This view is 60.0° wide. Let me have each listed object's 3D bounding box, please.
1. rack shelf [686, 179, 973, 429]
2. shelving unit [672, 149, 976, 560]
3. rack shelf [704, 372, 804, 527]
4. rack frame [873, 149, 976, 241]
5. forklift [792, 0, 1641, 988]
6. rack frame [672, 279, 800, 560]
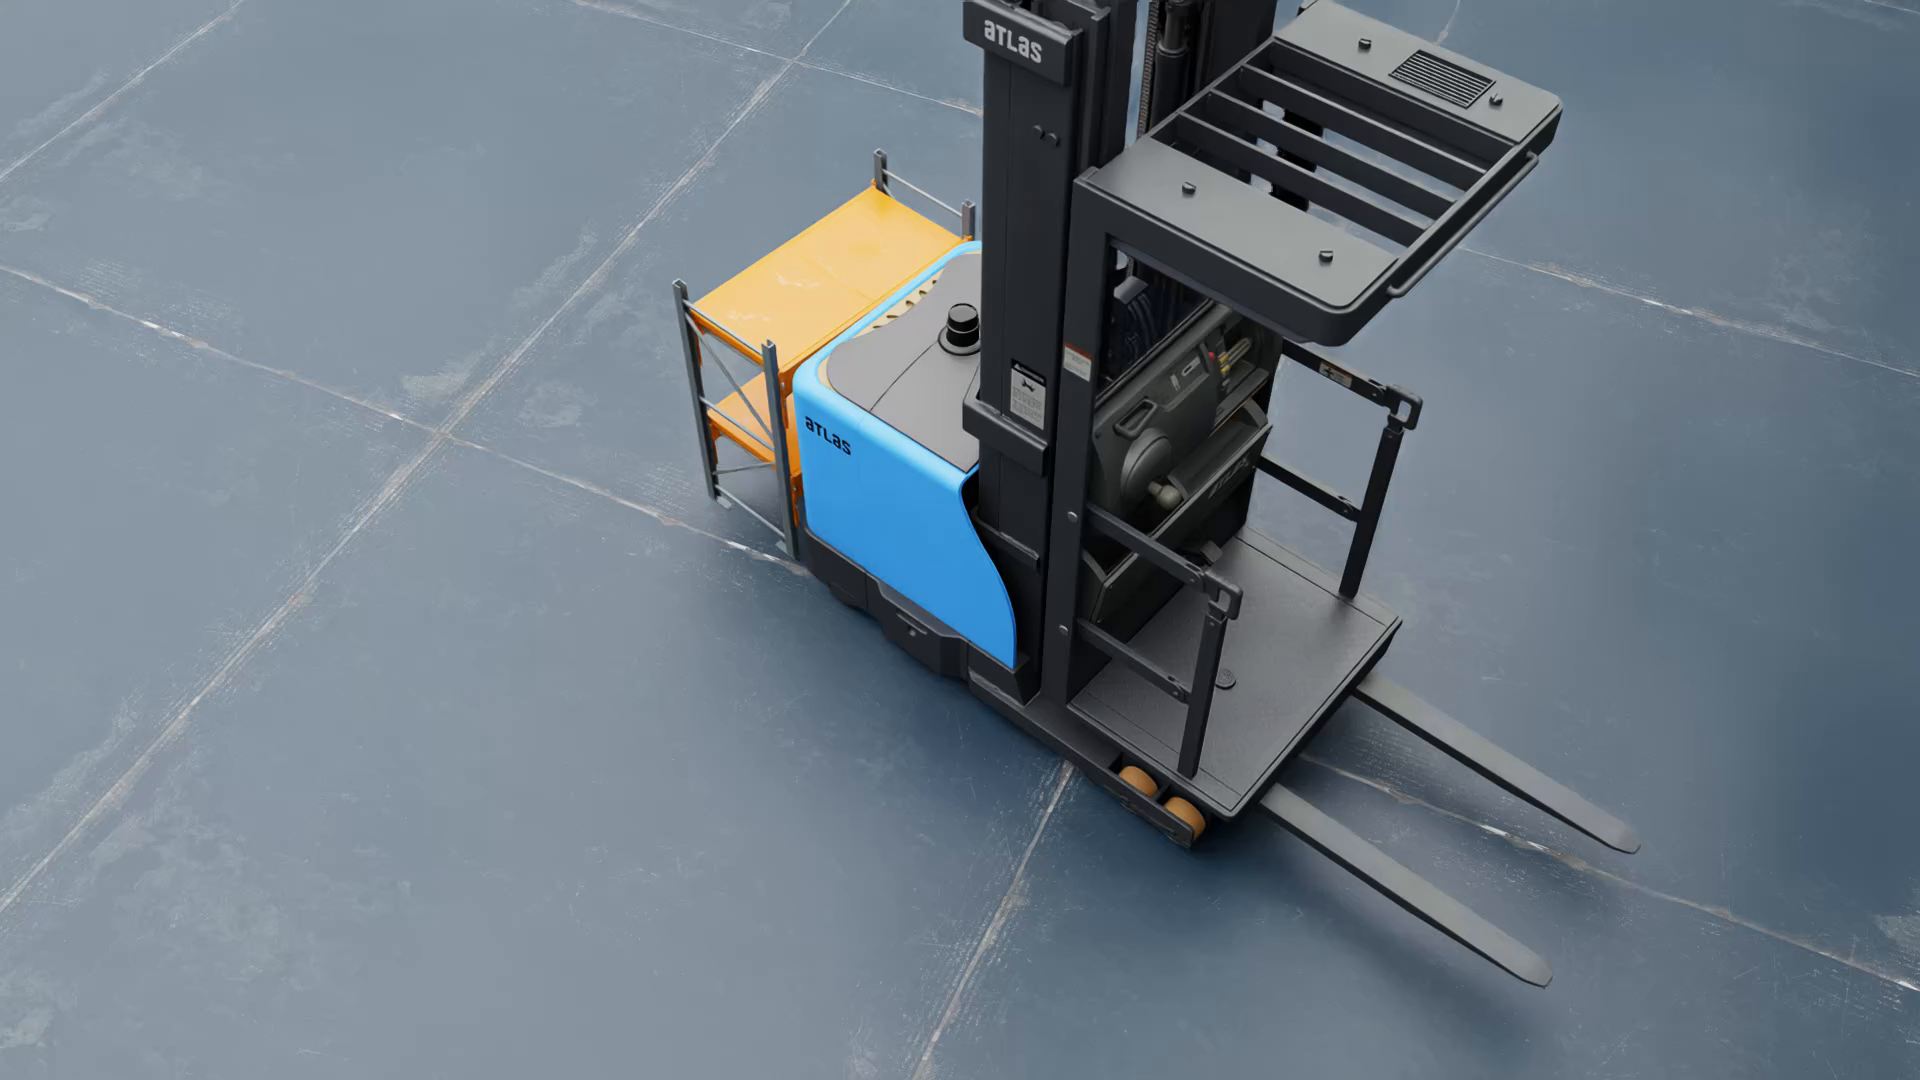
[{"bbox_3d":[-0.479,-0.899,6.208,0.538,0.278,1.000,35,58,26],"label":"rack shelf"},{"bbox_3d":[-0.479,-0.710,6.430,0.538,1.125,1.048,35,58,26],"label":"shelving unit"},{"bbox_3d":[-0.479,-0.551,6.617,0.538,0.278,1.000,35,58,26],"label":"rack shelf"},{"bbox_3d":[-0.137,-0.996,6.674,0.500,1.125,0.032,35,58,26],"label":"rack frame"},{"bbox_3d":[0.860,-0.372,4.957,3.031,2.935,1.130,33,57,25],"label":"forklift"},{"bbox_3d":[-0.821,-0.423,6.187,0.500,1.125,0.032,35,58,26],"label":"rack frame"}]
